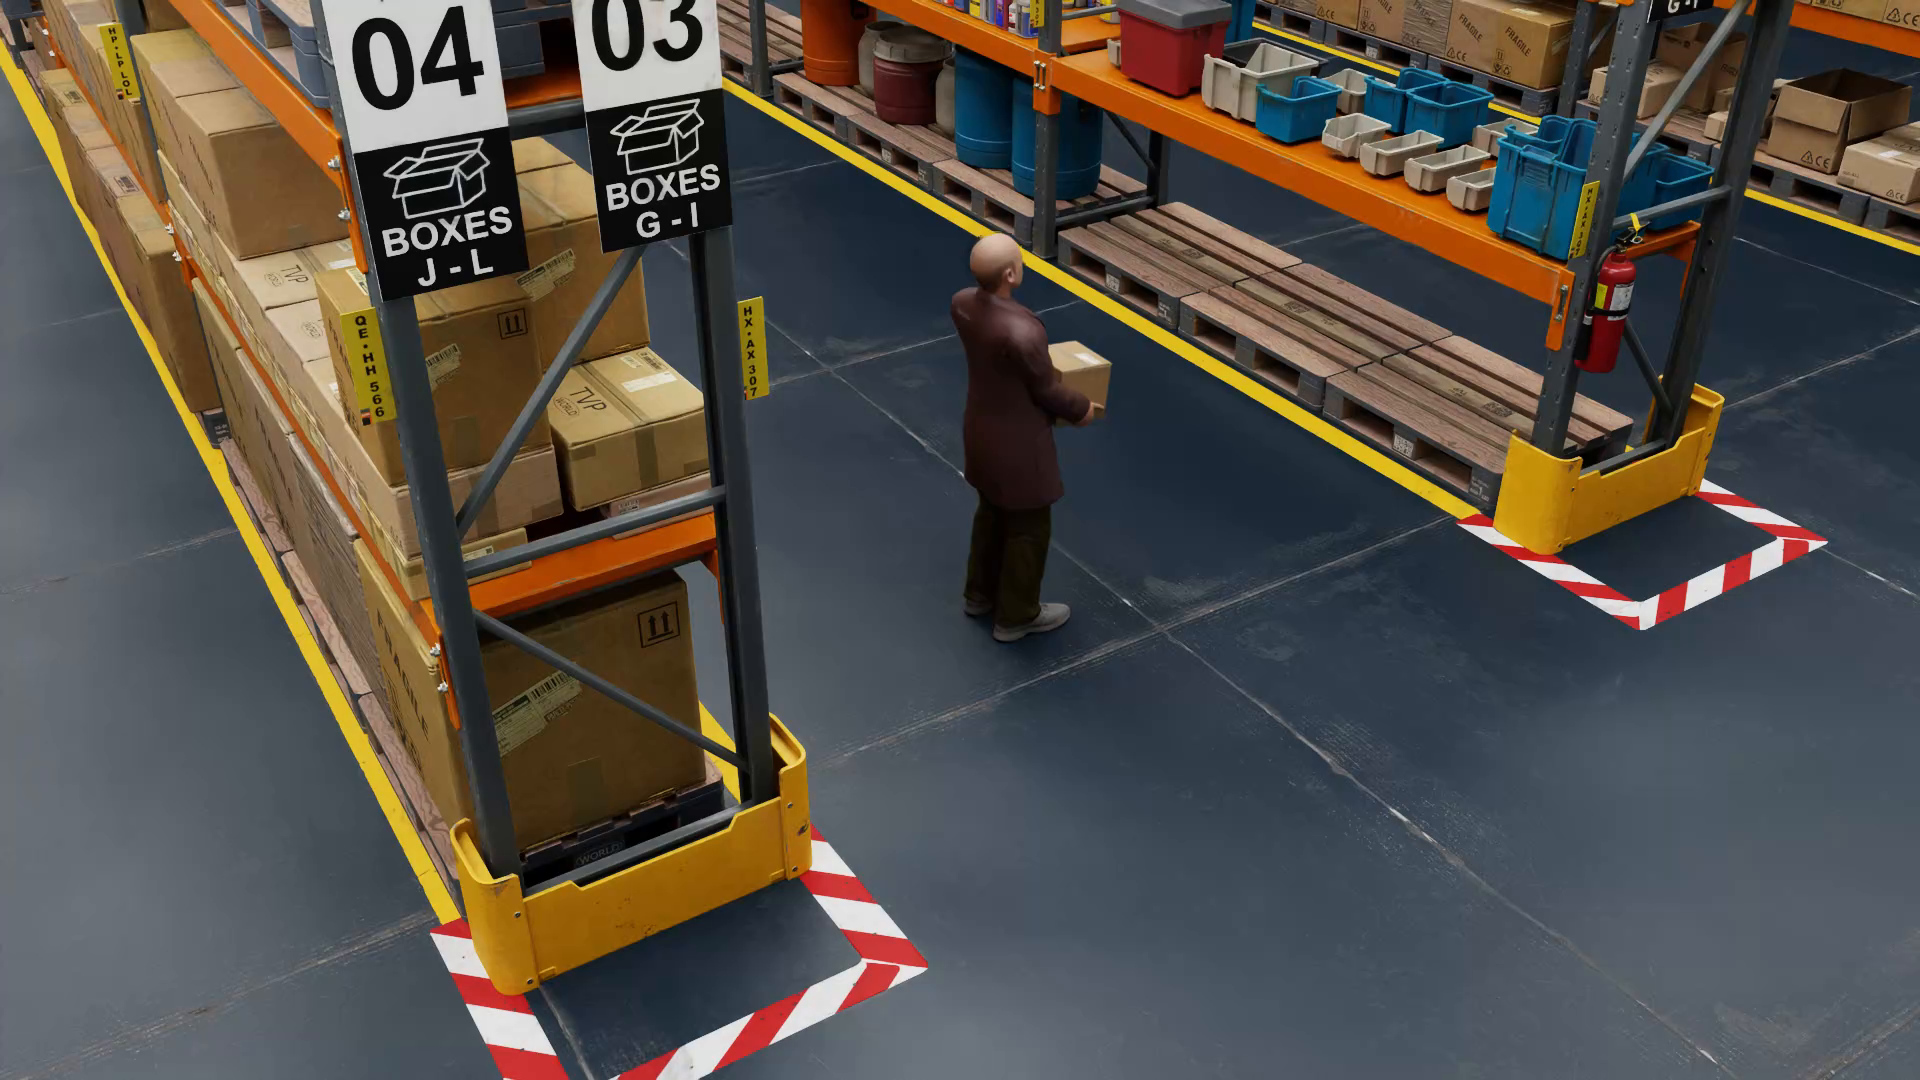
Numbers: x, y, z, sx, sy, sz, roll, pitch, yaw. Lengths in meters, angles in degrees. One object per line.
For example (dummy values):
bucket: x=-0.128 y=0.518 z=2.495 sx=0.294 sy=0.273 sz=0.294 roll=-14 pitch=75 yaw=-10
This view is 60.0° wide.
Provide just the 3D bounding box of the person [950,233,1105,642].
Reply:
person: x=0.286 y=-0.446 z=6.859 sx=0.554 sy=1.774 sz=0.521 roll=-19 pitch=37 yaw=-27
